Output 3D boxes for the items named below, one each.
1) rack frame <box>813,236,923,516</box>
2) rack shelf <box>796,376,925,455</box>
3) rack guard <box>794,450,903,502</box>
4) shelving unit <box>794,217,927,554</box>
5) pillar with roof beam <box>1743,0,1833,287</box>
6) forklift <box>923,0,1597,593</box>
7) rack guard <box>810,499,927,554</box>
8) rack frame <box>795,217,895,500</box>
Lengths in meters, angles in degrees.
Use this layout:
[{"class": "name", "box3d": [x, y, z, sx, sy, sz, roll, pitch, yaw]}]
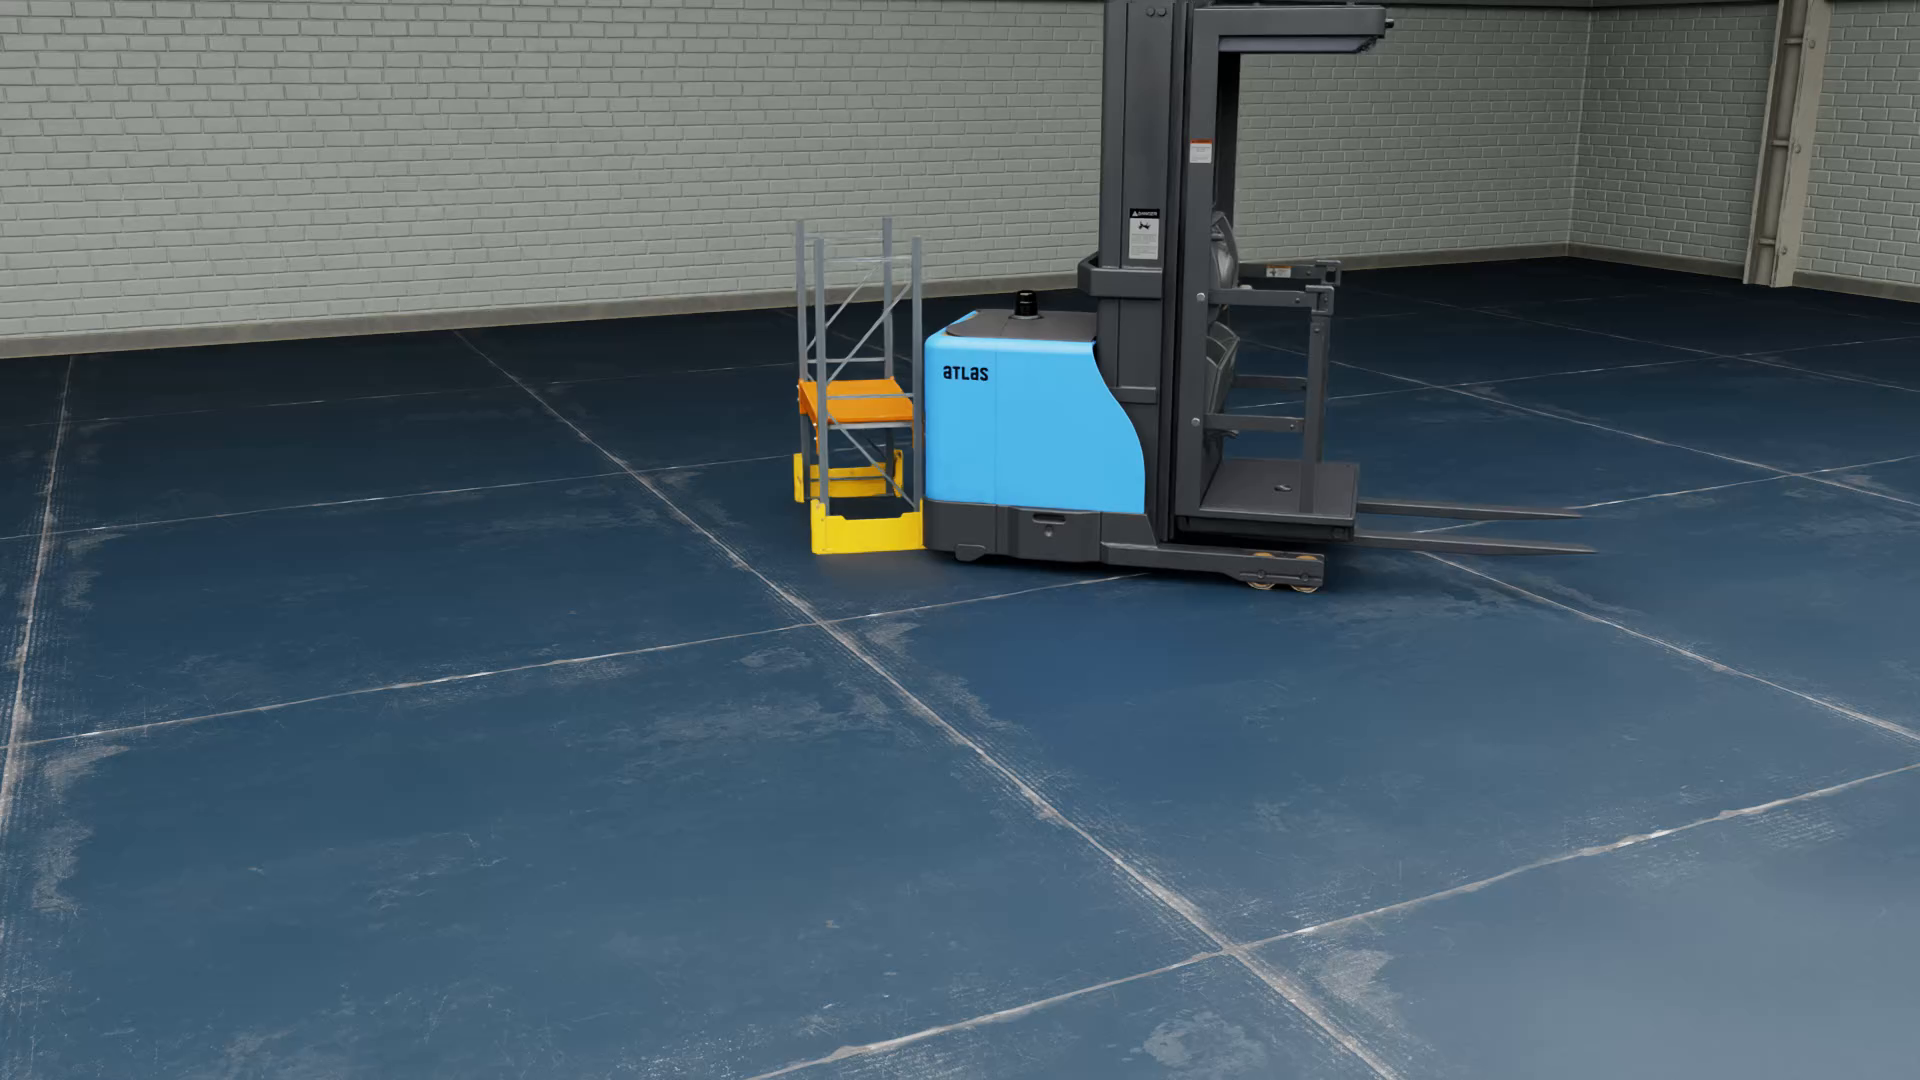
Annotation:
[{"class": "rack frame", "box3d": [-0.427, -0.678, 7.895, 0.500, 1.500, 0.032, -3, 16, -10]}, {"class": "rack shelf", "box3d": [-0.516, -0.643, 8.425, 0.538, 0.185, 1.000, -3, 16, -10]}, {"class": "rack guard", "box3d": [-0.603, -0.348, 9.011, 0.587, 0.250, 0.087, -3, 16, -10]}, {"class": "shelving unit", "box3d": [-0.515, -0.814, 8.367, 0.587, 1.500, 1.083, -3, 16, -10]}, {"class": "pillar with roof beam", "box3d": [4.760, -6.535, 14.708, 9.100, 9.000, 0.400, -8, 18, -25]}, {"class": "forklift", "box3d": [1.398, -1.335, 7.588, 3.031, 2.935, 1.130, 4, 16, 14]}, {"class": "rack guard", "box3d": [-0.427, -0.078, 8.068, 0.587, 0.250, 0.087, -3, 16, -10]}, {"class": "rack frame", "box3d": [-0.606, -0.954, 8.857, 0.500, 1.500, 0.032, -3, 16, -10]}]
